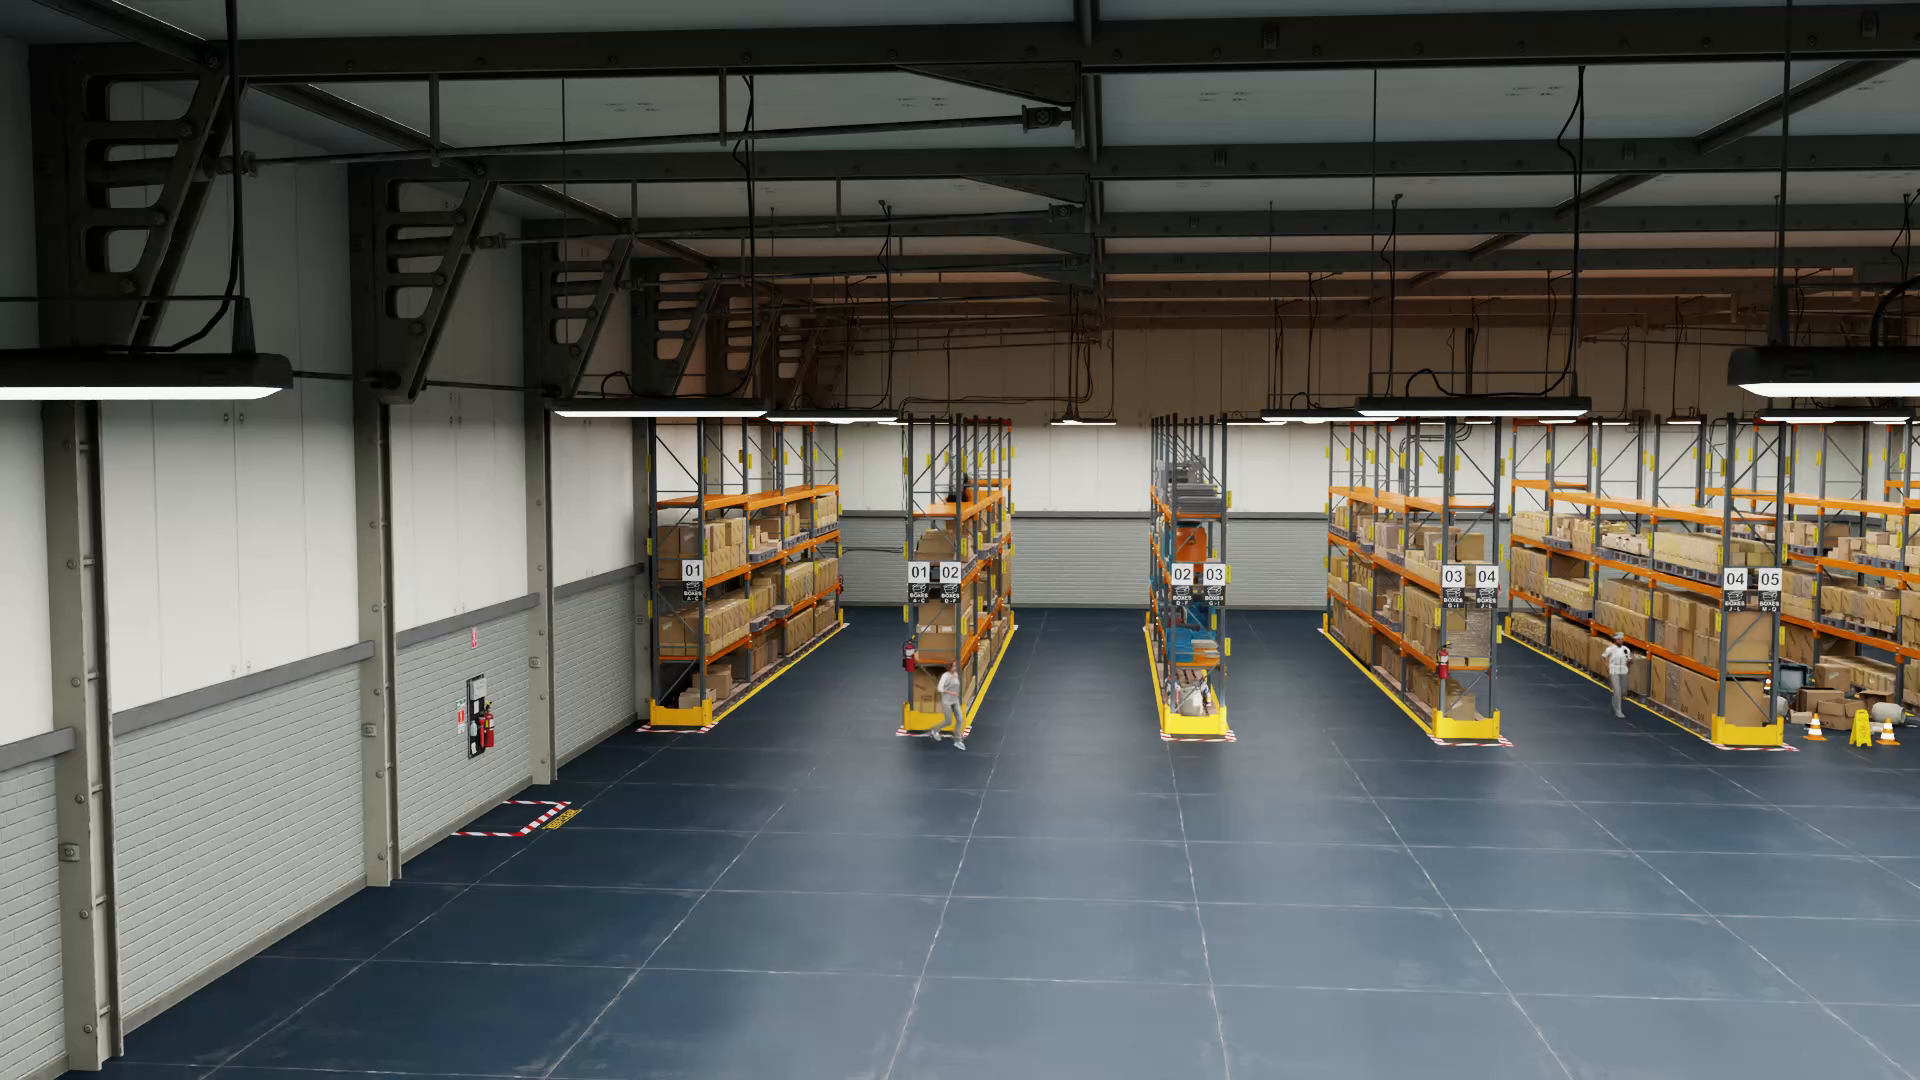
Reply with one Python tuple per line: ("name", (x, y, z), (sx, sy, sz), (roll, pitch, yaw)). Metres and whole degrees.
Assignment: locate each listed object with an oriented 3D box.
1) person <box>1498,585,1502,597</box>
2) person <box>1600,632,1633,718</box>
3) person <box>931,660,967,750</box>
("person", (14.915, 1.719, 47.406), (0.828, 1.637, 0.861), (0, 4, 2))
("person", (13.086, 2.656, 33.099), (0.588, 1.664, 0.851), (0, 4, 1))
("person", (-0.203, 2.932, 29.823), (0.806, 1.599, 0.577), (3, 5, 41))
